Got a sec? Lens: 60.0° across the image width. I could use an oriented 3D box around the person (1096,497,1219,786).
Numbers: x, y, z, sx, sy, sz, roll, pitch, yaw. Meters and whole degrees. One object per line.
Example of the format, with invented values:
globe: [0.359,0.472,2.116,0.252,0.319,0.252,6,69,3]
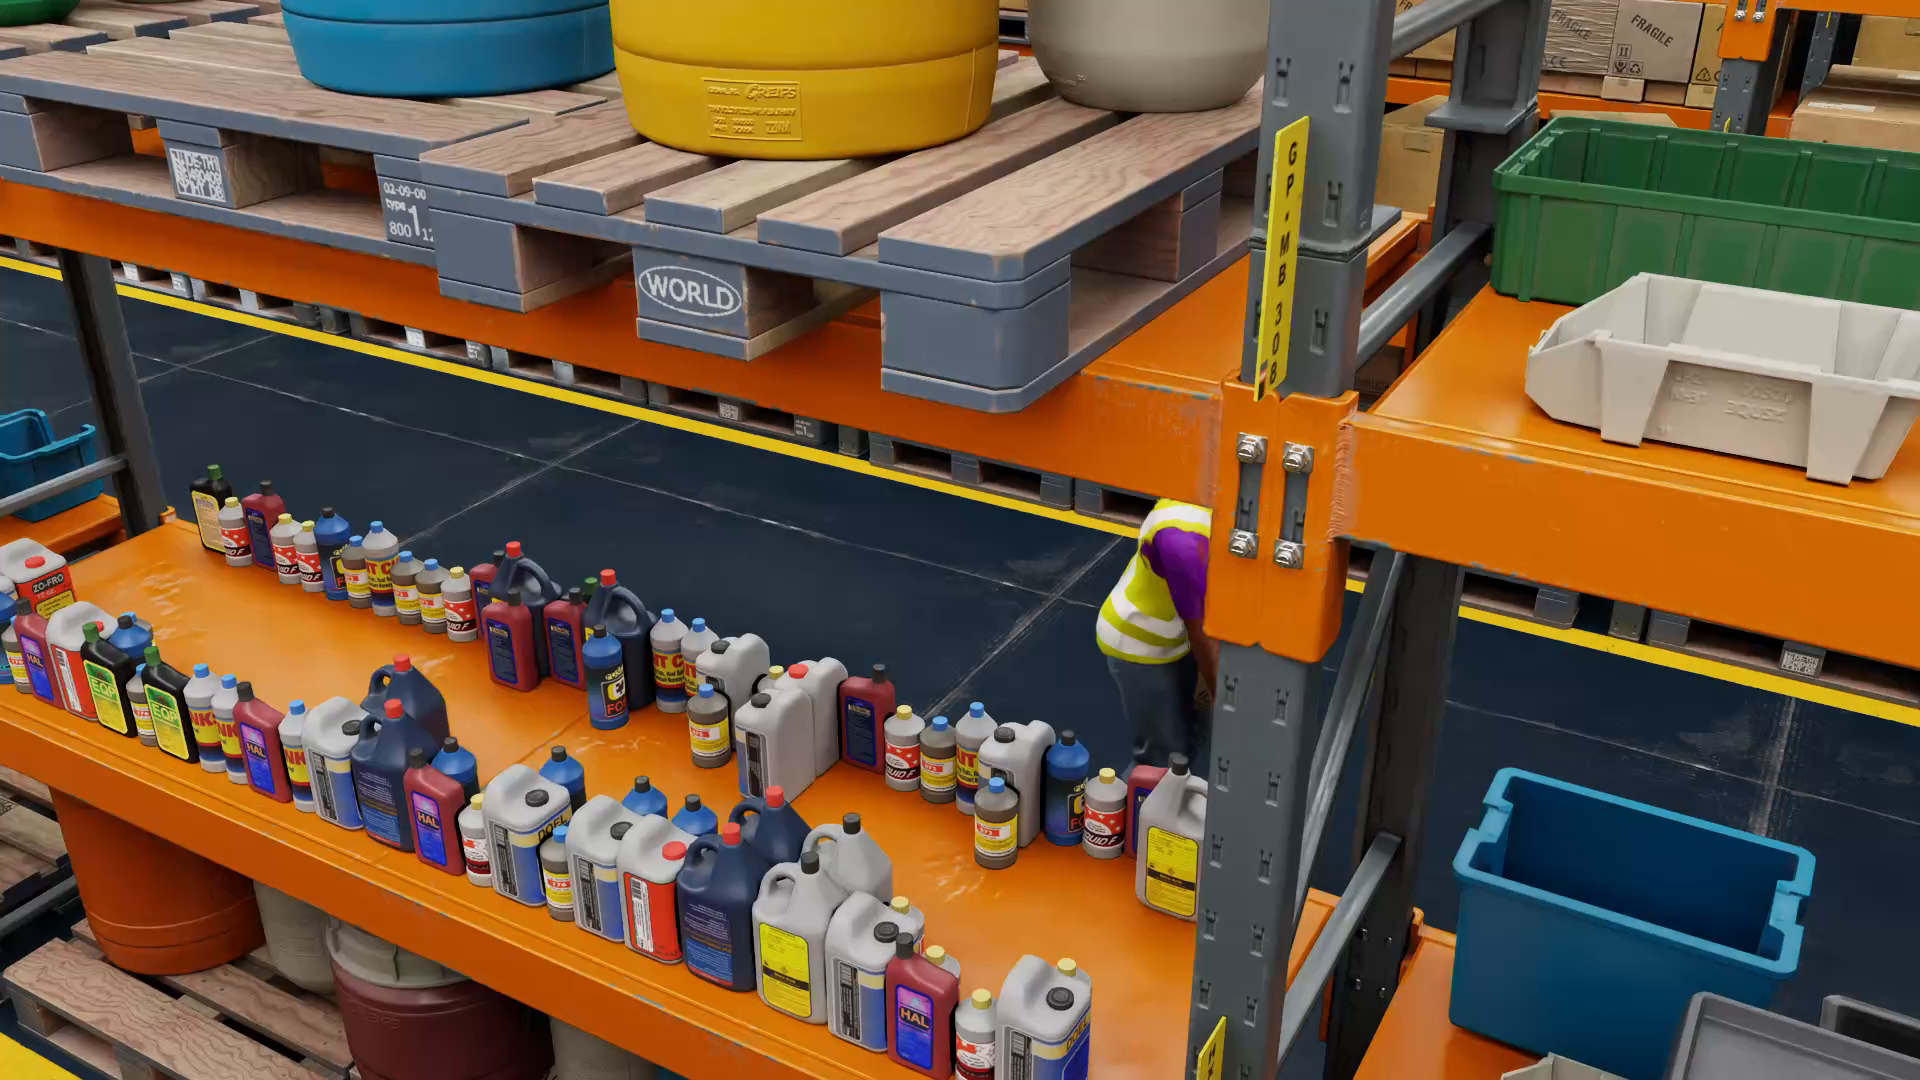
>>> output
person: [0.766,0.362,5.409,0.612,1.718,0.493,14,29,25]
